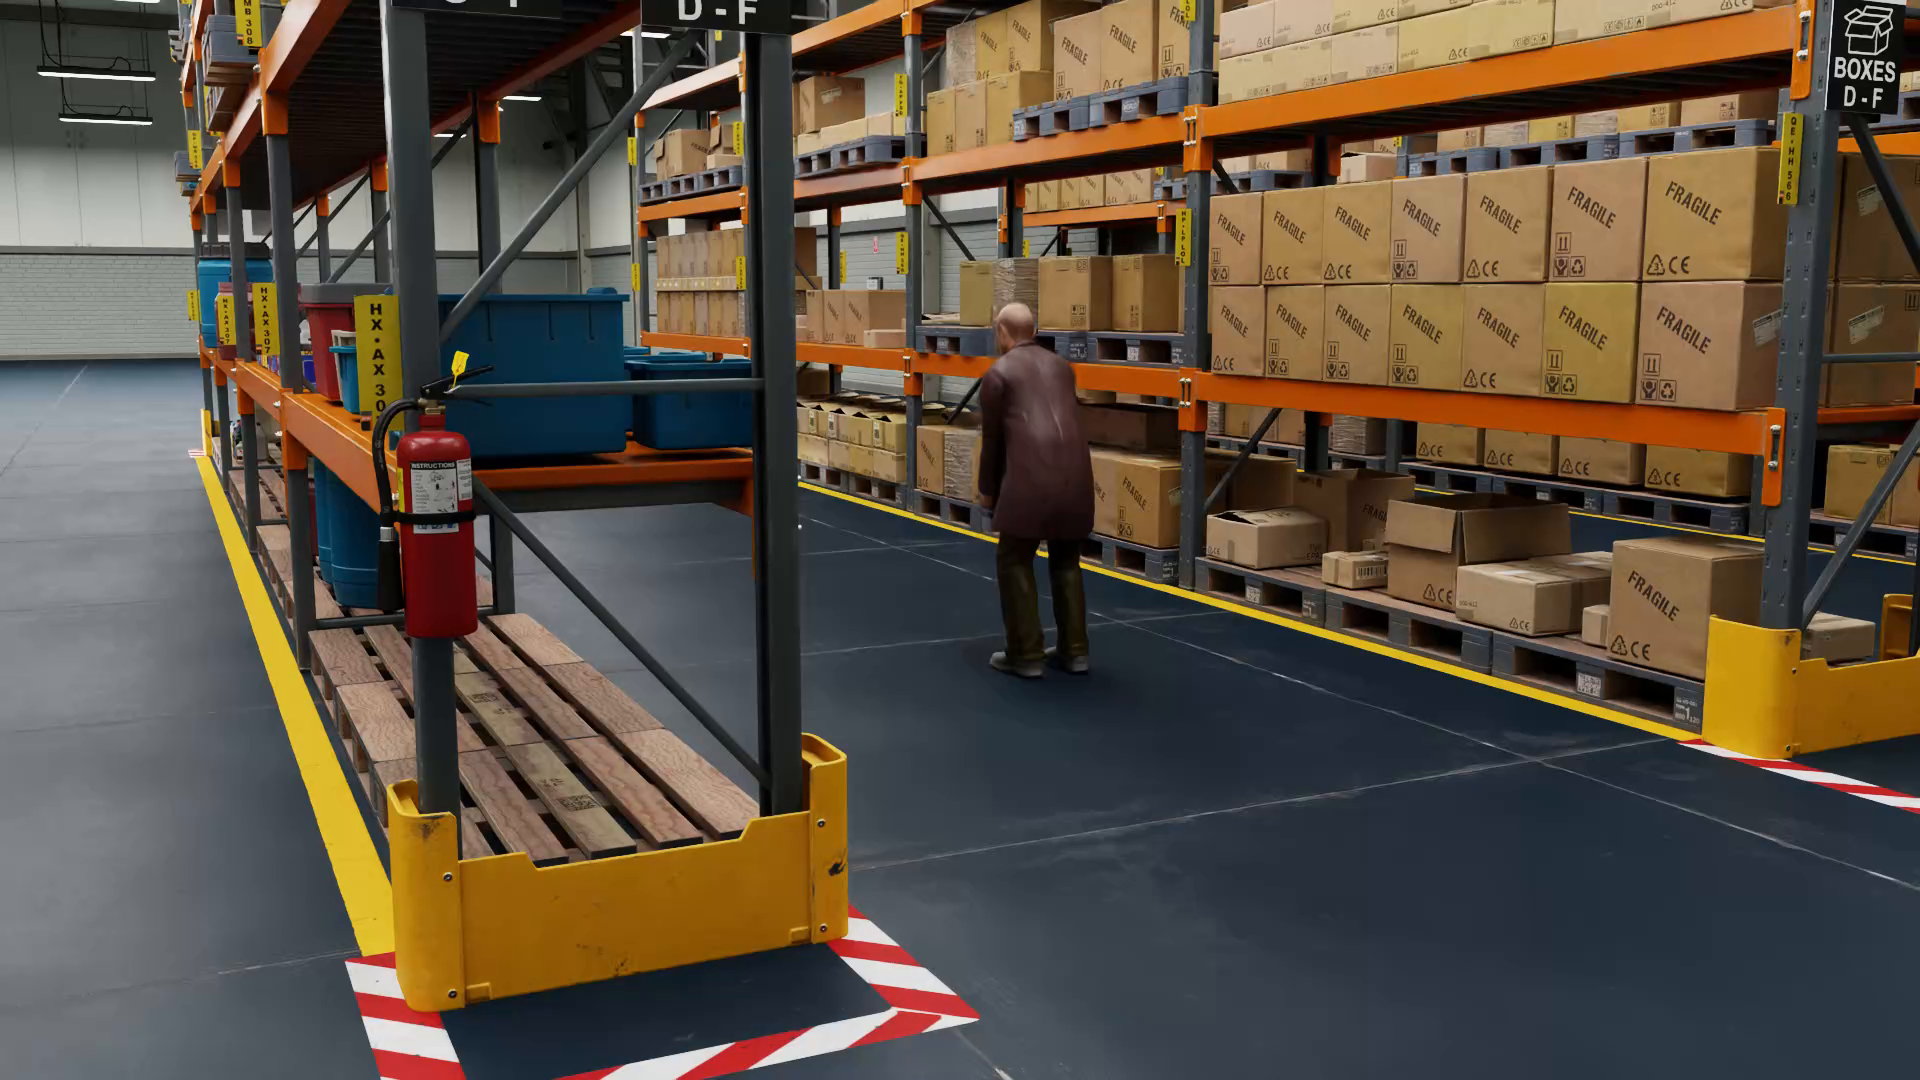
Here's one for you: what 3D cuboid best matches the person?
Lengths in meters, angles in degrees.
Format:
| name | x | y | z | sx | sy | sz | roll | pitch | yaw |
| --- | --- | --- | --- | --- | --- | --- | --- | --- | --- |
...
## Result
| name | x | y | z | sx | sy | sz | roll | pitch | yaw |
| --- | --- | --- | --- | --- | --- | --- | --- | --- | --- |
| person | 0.345 | -0.245 | 7.795 | 0.537 | 1.716 | 0.615 | -4 | 9 | -27 |
